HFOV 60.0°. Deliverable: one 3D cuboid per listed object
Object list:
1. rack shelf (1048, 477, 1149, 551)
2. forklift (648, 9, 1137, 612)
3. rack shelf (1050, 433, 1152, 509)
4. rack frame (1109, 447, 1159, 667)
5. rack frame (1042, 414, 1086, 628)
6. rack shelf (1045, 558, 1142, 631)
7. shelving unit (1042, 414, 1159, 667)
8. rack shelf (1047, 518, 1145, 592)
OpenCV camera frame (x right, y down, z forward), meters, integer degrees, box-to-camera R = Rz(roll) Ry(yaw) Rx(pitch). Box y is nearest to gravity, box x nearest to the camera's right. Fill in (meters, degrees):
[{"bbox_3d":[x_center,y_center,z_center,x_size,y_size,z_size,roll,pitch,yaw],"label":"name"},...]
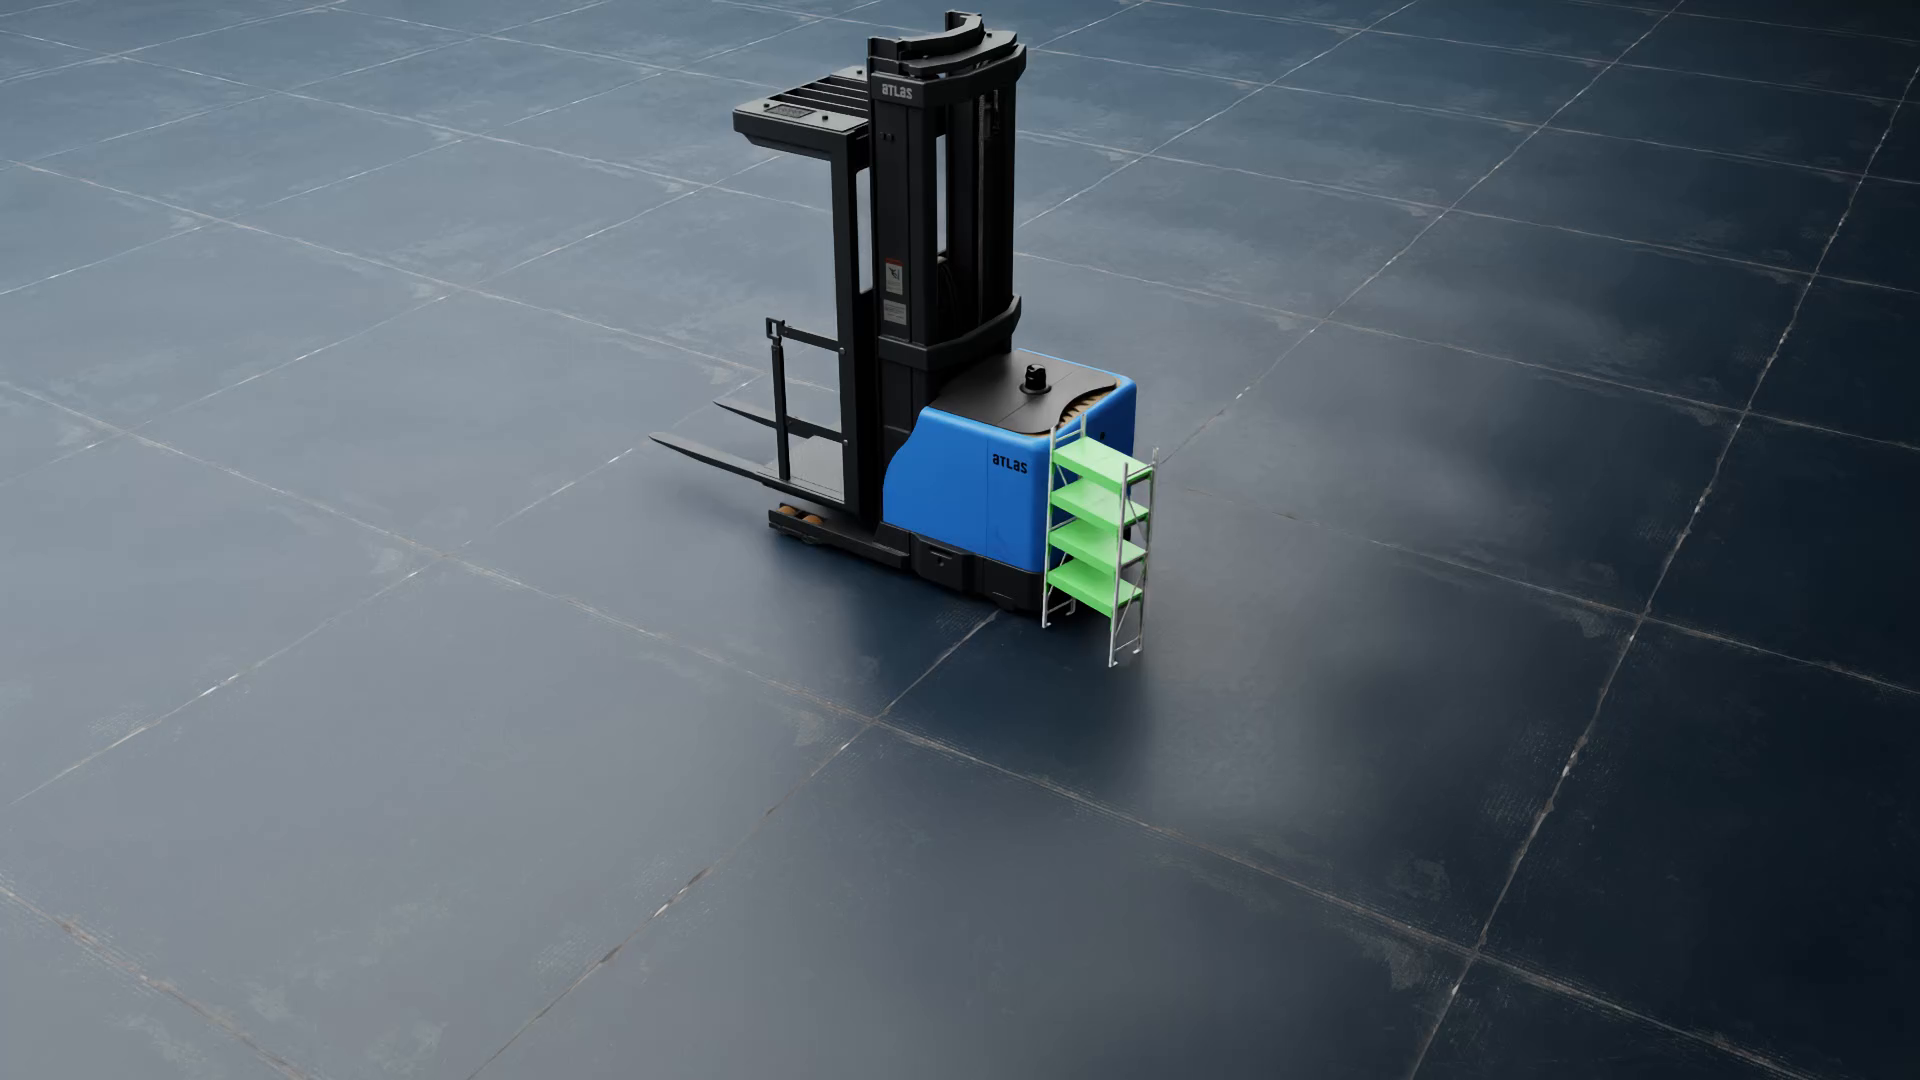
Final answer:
[{"bbox_3d":[0.709,-0.142,8.444,0.258,0.148,0.480,-25,39,-36],"label":"rack shelf"},{"bbox_3d":[-0.518,-1.442,9.314,3.031,2.935,1.130,19,35,29],"label":"forklift"},{"bbox_3d":[0.712,-0.347,8.320,0.258,0.148,0.480,-25,39,-36],"label":"rack shelf"},{"bbox_3d":[0.872,0.103,8.382,0.240,1.200,0.015,-25,39,-36],"label":"rack frame"},{"bbox_3d":[0.541,-0.085,8.687,0.240,1.200,0.015,-25,39,-36],"label":"rack frame"},{"bbox_3d":[0.703,0.270,8.691,0.258,0.148,0.480,-25,39,-36],"label":"rack shelf"},{"bbox_3d":[0.707,0.009,8.534,0.258,1.200,0.503,-25,39,-36],"label":"shelving unit"},{"bbox_3d":[0.706,0.064,8.567,0.258,0.148,0.480,-25,39,-36],"label":"rack shelf"}]
